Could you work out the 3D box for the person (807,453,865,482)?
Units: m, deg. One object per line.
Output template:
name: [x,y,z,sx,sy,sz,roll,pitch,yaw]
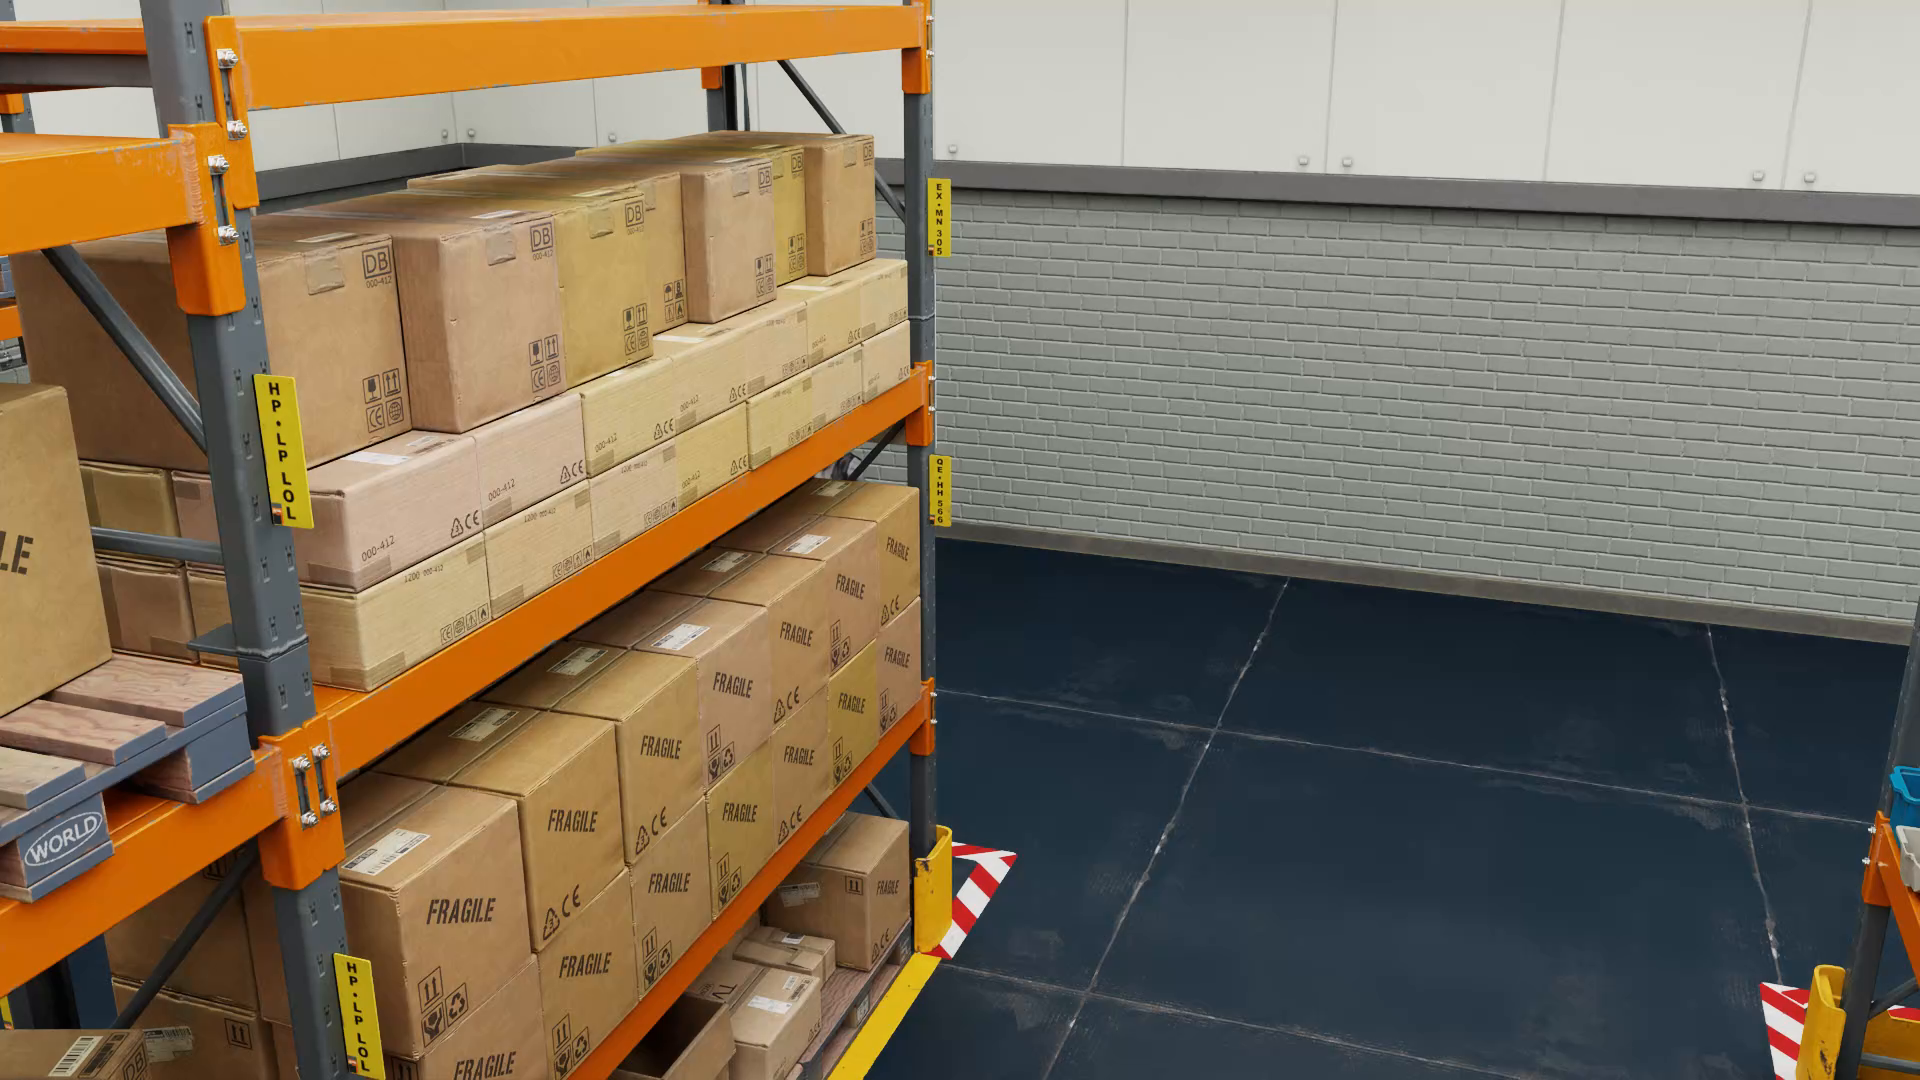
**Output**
person: [-0.868,0.052,11.102,0.580,1.619,0.414,6,19,18]
